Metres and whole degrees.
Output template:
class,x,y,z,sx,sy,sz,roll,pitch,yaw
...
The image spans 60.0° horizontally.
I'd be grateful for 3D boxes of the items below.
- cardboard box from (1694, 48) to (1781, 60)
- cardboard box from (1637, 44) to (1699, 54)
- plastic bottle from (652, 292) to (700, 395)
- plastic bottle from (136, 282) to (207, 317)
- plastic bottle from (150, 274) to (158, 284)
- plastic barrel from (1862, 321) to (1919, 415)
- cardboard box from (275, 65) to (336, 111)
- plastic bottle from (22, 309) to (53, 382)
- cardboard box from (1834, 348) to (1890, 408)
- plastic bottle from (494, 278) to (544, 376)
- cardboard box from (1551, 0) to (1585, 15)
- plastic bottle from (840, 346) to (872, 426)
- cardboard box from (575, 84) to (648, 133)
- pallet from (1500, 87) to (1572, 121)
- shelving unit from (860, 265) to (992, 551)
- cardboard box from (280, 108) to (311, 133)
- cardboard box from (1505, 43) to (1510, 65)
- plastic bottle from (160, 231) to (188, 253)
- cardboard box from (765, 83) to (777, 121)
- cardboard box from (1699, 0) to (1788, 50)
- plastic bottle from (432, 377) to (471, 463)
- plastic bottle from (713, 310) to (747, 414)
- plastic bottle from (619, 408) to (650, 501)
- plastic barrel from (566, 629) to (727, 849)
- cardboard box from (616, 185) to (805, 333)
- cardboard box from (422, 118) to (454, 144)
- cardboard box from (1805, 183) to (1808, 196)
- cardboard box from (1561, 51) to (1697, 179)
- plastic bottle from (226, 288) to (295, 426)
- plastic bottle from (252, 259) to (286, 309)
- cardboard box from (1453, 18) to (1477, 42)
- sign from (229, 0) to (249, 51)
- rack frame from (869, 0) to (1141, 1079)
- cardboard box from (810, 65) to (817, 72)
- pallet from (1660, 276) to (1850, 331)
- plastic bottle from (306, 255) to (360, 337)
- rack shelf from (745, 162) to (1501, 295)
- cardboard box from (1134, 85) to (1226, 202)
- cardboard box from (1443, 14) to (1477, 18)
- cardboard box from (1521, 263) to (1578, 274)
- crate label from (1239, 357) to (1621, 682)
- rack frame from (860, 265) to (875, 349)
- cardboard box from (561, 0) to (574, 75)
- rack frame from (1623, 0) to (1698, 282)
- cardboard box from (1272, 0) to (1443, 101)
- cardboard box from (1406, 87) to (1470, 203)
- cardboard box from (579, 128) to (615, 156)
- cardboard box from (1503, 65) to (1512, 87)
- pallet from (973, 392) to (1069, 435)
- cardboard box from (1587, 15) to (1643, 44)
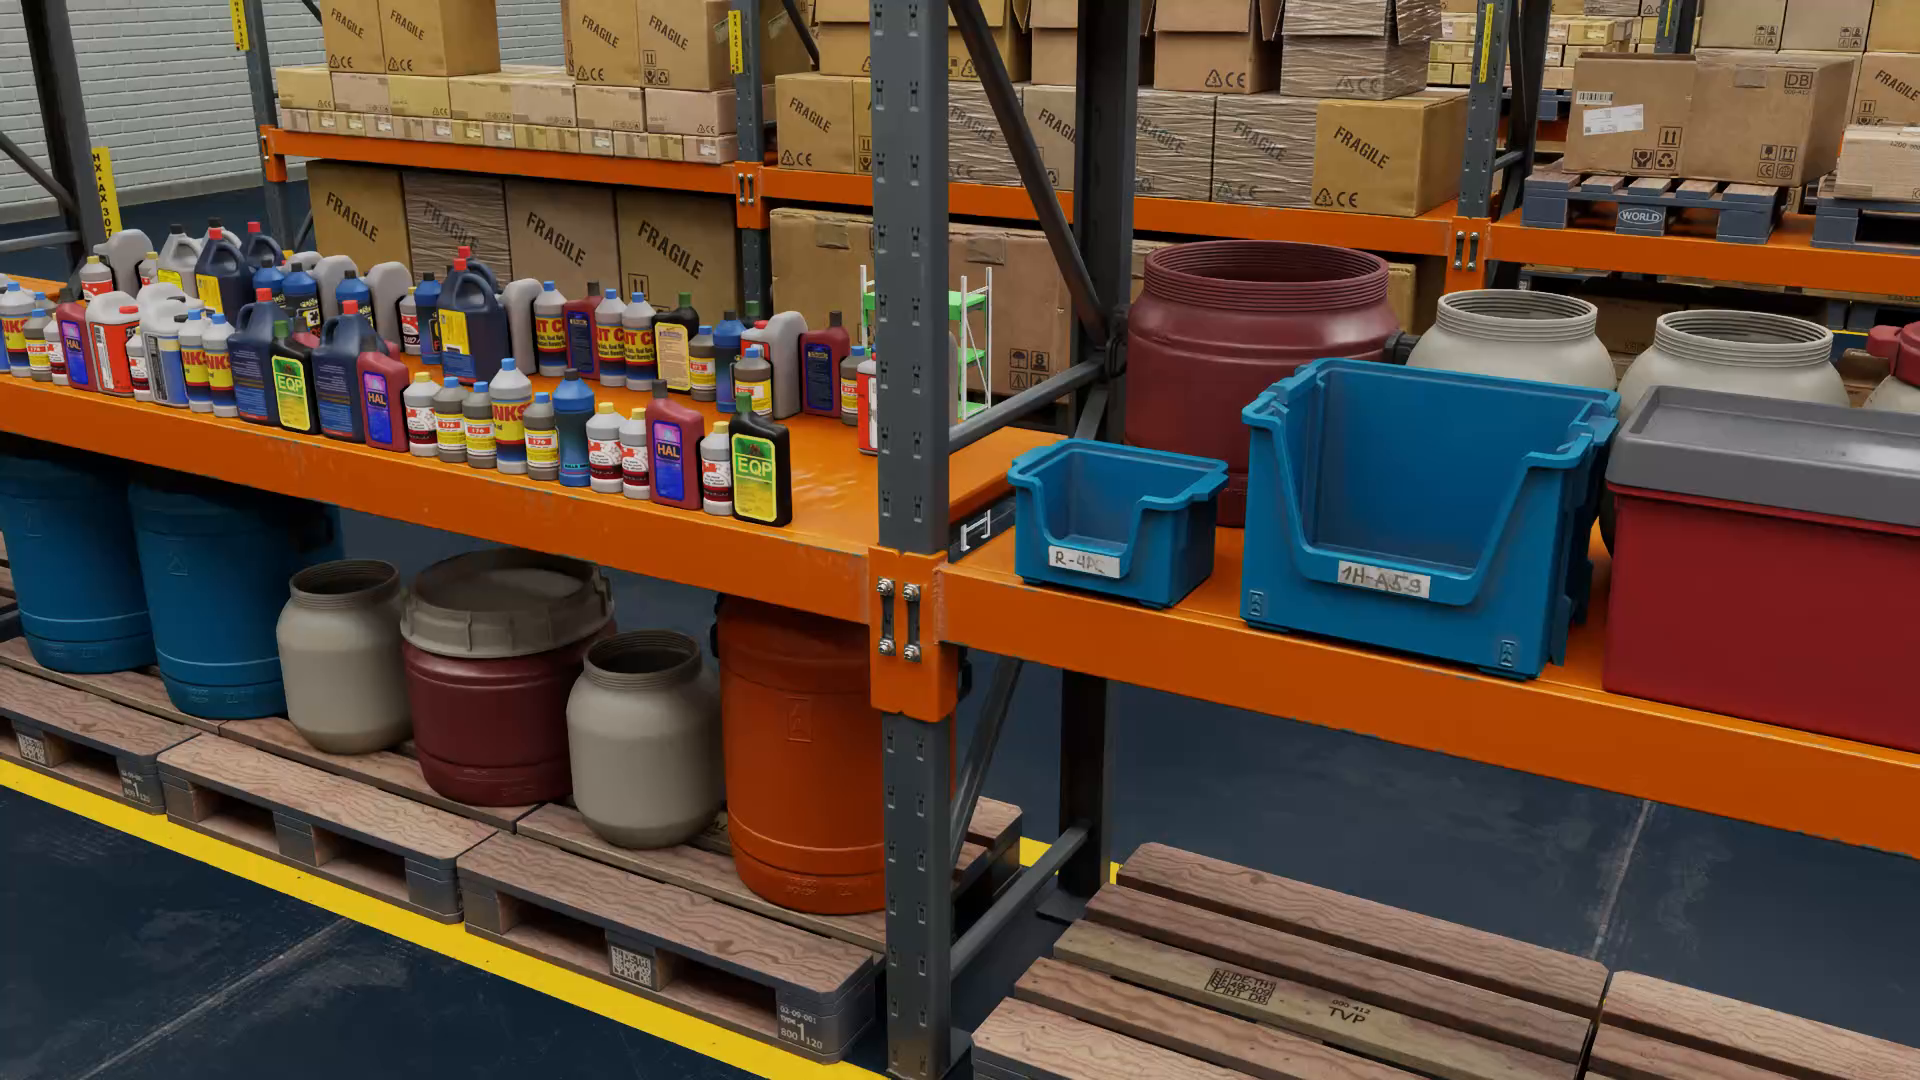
class,x,y,z,sx,sy,sz,roll,pitch,yaw
cardboard box,5.308,-3.118,11.415,0.500,0.500,0.500,11,23,28
cardboard box,6.806,-4.652,16.012,0.500,0.250,0.500,10,22,25
plastic bottle,-0.795,-0.556,4.670,0.133,0.283,0.061,11,23,27
plastic bottle,-2.266,-0.599,4.800,0.135,0.276,0.152,11,23,27
plastic bottle,-2.591,-0.793,5.444,0.097,0.201,0.097,0,20,0
plastic barrel,1.871,-0.109,3.066,0.433,0.535,0.433,0,20,0
cardboard box,-4.156,-3.005,11.036,0.500,0.250,0.500,10,22,26
plastic bottle,-2.656,-0.568,4.825,0.097,0.201,0.097,0,20,0
cardboard box,4.124,-0.512,7.397,0.500,0.500,0.700,13,24,32
plastic bottle,-1.305,-0.632,4.890,0.135,0.276,0.152,11,23,27
cardboard box,5.913,-5.409,16.264,0.500,0.500,0.500,11,23,27
plastic bottle,-0.268,-0.410,4.388,0.097,0.201,0.097,0,20,0
cardboard box,-1.918,-2.581,9.866,0.500,0.250,0.500,12,23,29
pallet,4.374,-3.222,12.131,1.003,0.211,1.213,11,23,27
shelving unit,-0.144,-0.592,7.236,0.503,1.200,0.258,11,23,27
cardboard box,-4.294,-2.821,11.112,0.250,0.149,0.380,11,23,28
cardboard box,3.930,-3.478,11.872,0.250,0.149,0.380,11,23,29
plastic bottle,-2.641,-0.908,5.640,0.133,0.283,0.061,11,23,27
cardboard box,-1.234,-2.657,10.074,0.500,0.250,0.500,10,22,26
cardboard box,5.435,-3.665,11.457,0.500,0.500,0.700,11,23,27
plastic bottle,-1.239,-0.298,4.080,0.097,0.201,0.097,0,20,0
plastic bottle,-0.616,-0.485,4.493,0.097,0.271,0.097,0,20,0
plastic bottle,-0.729,-0.201,3.813,0.097,0.201,0.097,0,20,0
plastic barrel,-0.846,0.537,4.518,0.421,0.512,0.421,0,20,0
cardboard box,-1.488,-1.763,10.327,0.875,0.875,0.875,11,23,27
cardboard box,-3.171,-2.608,10.524,0.250,0.149,0.380,11,22,27
cardboard box,7.862,-3.581,16.077,0.625,0.372,0.950,9,22,24
cardboard box,3.032,-1.932,7.531,0.500,0.500,0.500,8,21,21
plastic bottle,-1.830,-0.490,4.391,0.185,0.351,0.144,11,23,27
plastic bottle,-2.150,-0.742,5.201,0.097,0.271,0.097,0,20,0
cardboard box,3.715,-3.659,11.934,0.250,0.149,0.380,12,23,29
sign,-4.719,-3.376,10.888,0.005,0.325,0.100,11,23,27
rack frame,0.125,-0.291,3.770,0.127,3.000,1.000,11,23,27
cardboard box,-1.362,-4.196,14.902,0.250,0.149,0.380,10,22,26
pallet,5.700,-1.761,11.911,1.213,0.211,1.003,11,23,27
plastic bottle,-1.988,-0.762,5.249,0.135,0.276,0.152,11,23,27
rack shelf,0.795,-1.760,8.874,4.000,0.370,1.077,11,23,27
cardboard box,1.102,-1.991,8.309,0.500,0.500,0.500,10,22,26
cardboard box,3.823,-3.894,12.581,0.250,0.149,0.380,12,23,30
cardboard box,4.346,-2.280,12.301,0.500,0.500,0.500,11,23,27
crate label,0.861,-0.062,3.086,0.616,0.435,0.502,11,23,27
rack frame,-0.358,-0.632,7.348,0.015,1.200,0.240,11,23,27
cardboard box,-2.127,-3.178,10.412,0.500,0.500,0.500,10,22,26
rack frame,5.048,-3.226,11.859,0.127,3.000,1.000,11,23,27
cardboard box,1.911,-2.411,7.995,0.637,0.503,0.797,12,23,29
cardboard box,2.249,-1.975,8.264,0.500,0.500,0.500,12,23,29
cardboard box,-2.050,-2.395,9.936,0.250,0.149,0.380,11,23,28
cardboard box,3.953,-3.335,11.912,0.250,0.149,0.380,11,23,28
pallet,0.828,-0.812,9.294,1.213,0.211,1.003,11,23,27
cardboard box,6.378,-4.970,16.154,0.500,0.250,0.500,10,22,26
